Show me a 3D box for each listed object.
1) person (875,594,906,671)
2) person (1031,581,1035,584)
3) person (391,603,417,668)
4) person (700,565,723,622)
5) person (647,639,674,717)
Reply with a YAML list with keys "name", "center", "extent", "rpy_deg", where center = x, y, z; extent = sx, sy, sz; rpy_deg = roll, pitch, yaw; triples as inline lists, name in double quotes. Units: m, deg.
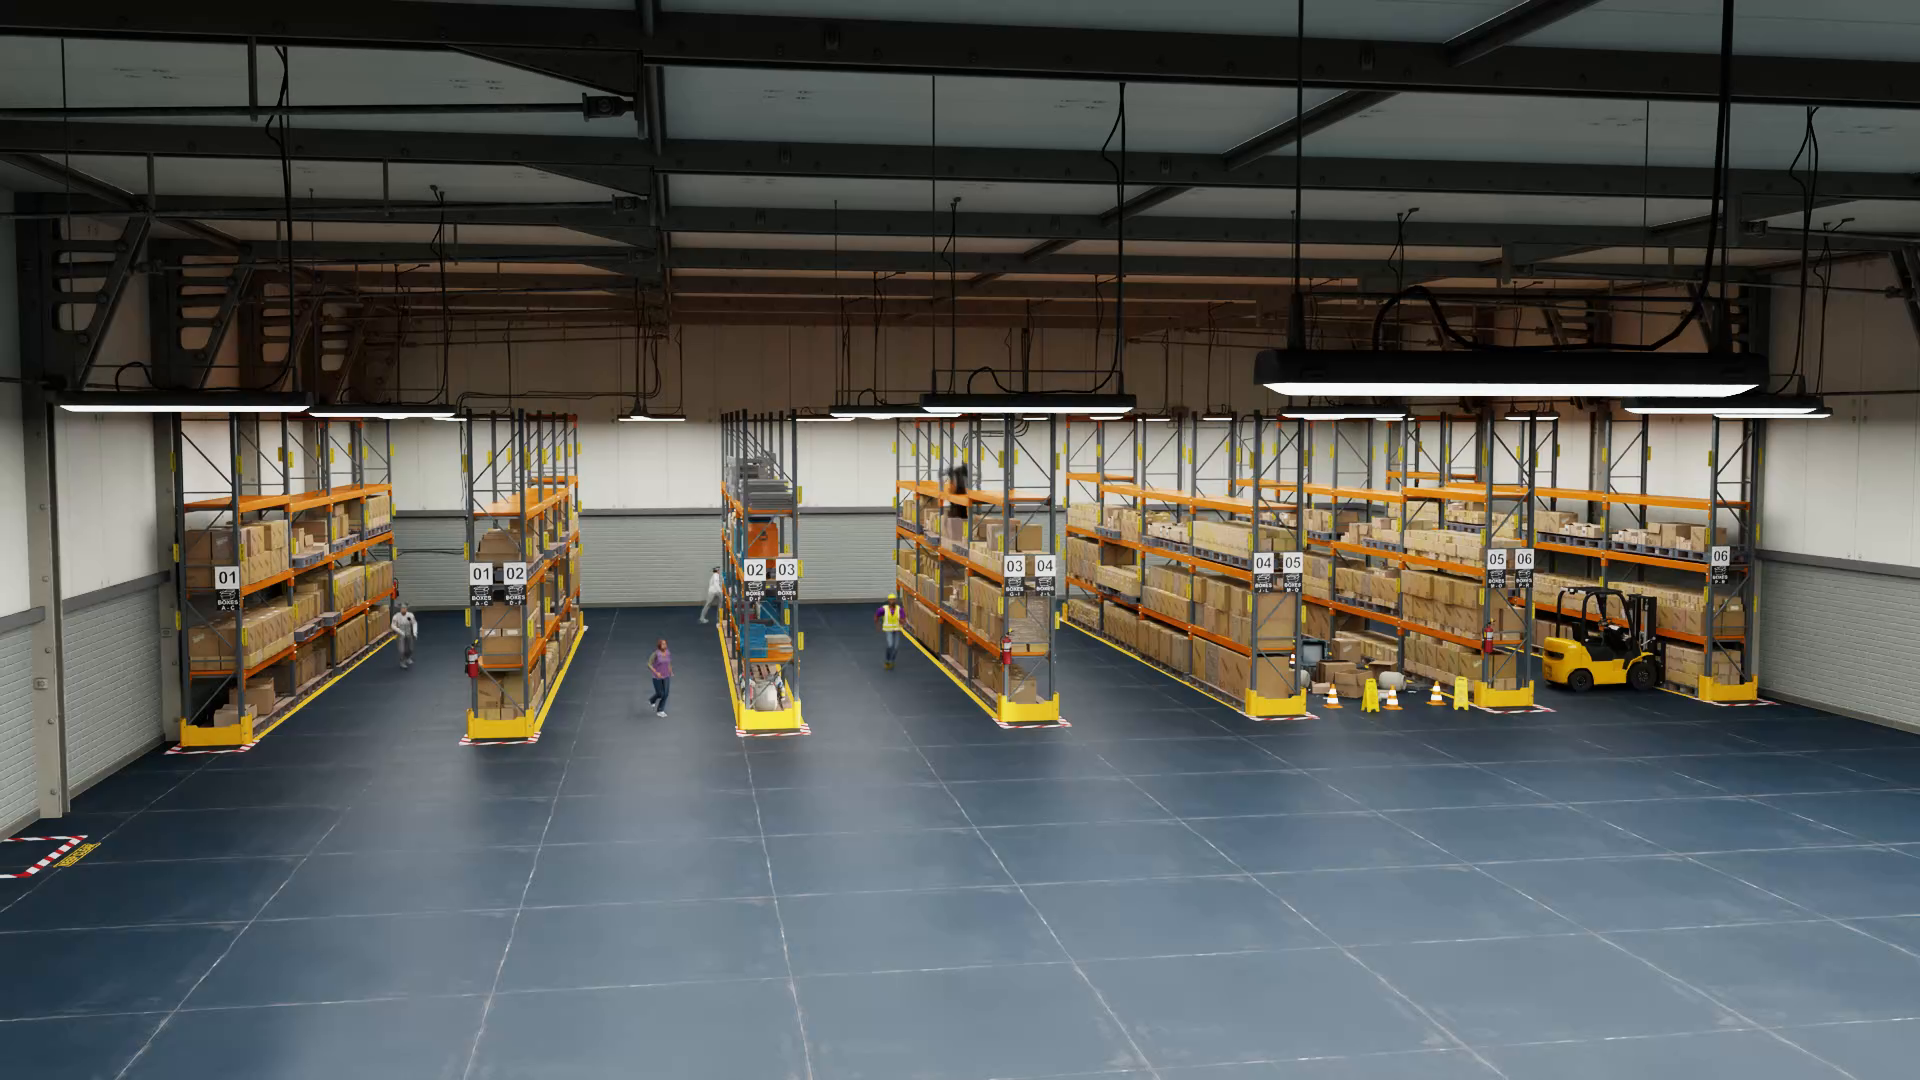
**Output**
- name: "person"
  center: [-1.589, 2.146, 38.696]
  extent: [0.680, 1.787, 0.717]
  rpy_deg: [-1, 4, -17]
- name: "person"
  center: [1.949, 1.466, 48.595]
  extent: [0.757, 1.771, 0.703]
  rpy_deg: [1, 4, 11]
- name: "person"
  center: [-13.020, 2.224, 38.972]
  extent: [0.598, 1.574, 0.688]
  rpy_deg: [-2, 5, -28]
- name: "person"
  center: [-7.086, 1.534, 47.778]
  extent: [0.802, 1.644, 0.558]
  rpy_deg: [0, 4, -6]
- name: "person"
  center: [-5.903, 2.688, 32.619]
  extent: [0.538, 1.544, 0.612]
  rpy_deg: [-3, 5, -36]
